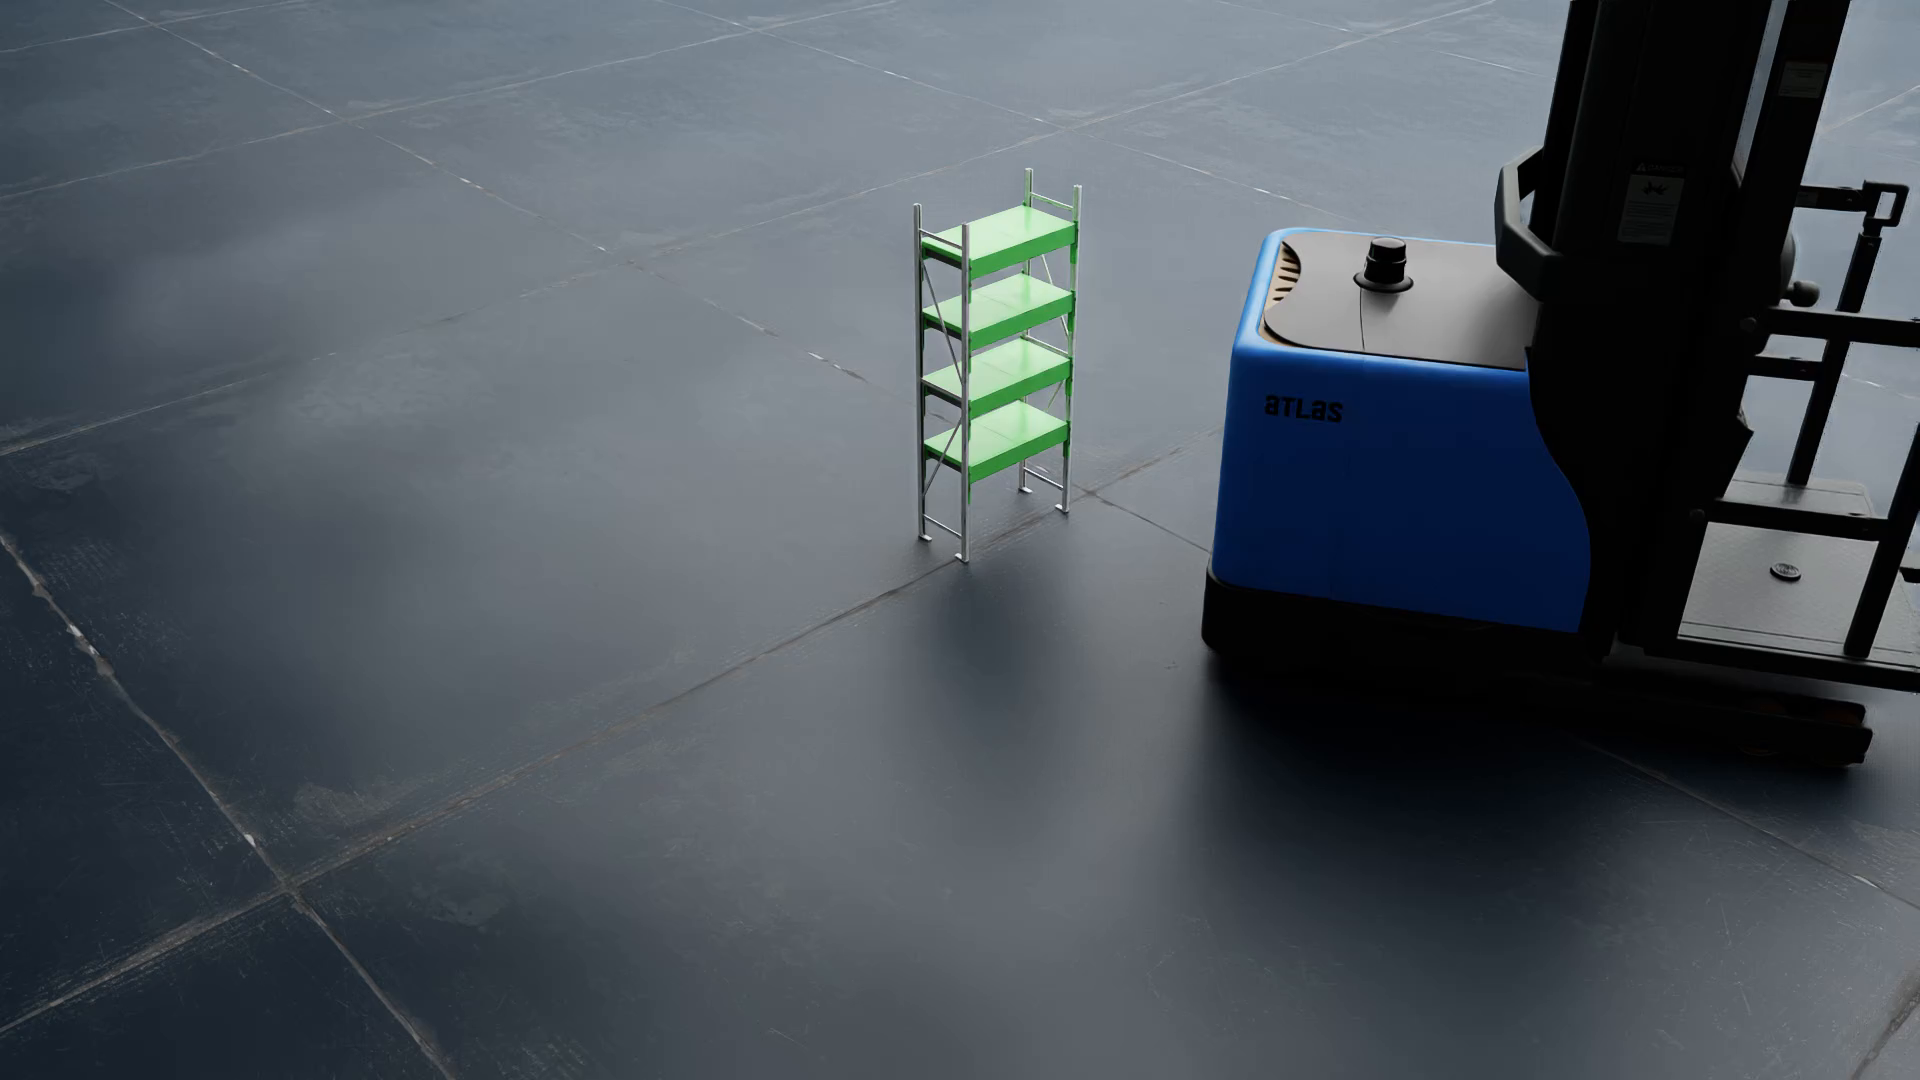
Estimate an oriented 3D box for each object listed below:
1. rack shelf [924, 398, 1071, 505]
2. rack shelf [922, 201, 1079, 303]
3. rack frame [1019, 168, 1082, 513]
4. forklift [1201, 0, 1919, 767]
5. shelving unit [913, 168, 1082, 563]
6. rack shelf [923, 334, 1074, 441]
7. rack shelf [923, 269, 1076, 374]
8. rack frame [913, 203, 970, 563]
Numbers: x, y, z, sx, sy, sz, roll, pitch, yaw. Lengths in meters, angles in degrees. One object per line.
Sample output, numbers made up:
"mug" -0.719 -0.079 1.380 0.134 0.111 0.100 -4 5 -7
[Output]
"rack shelf" 0.121 -0.311 5.692 0.480 0.148 0.258 -26 40 -35
"rack shelf" 0.121 -0.926 5.316 0.480 0.148 0.258 -26 40 -35
"rack frame" 0.300 -0.657 5.675 0.015 1.200 0.240 -26 40 -35
"forklift" 2.319 -0.916 4.439 3.031 2.935 1.130 8 32 12
"shelving unit" 0.121 -0.571 5.533 0.503 1.200 0.258 -26 40 -35
"rack shelf" 0.121 -0.516 5.566 0.480 0.148 0.258 -26 40 -35
"rack shelf" 0.121 -0.721 5.441 0.480 0.148 0.258 -26 40 -35
"rack frame" -0.058 -0.484 5.391 0.015 1.200 0.240 -26 40 -35
